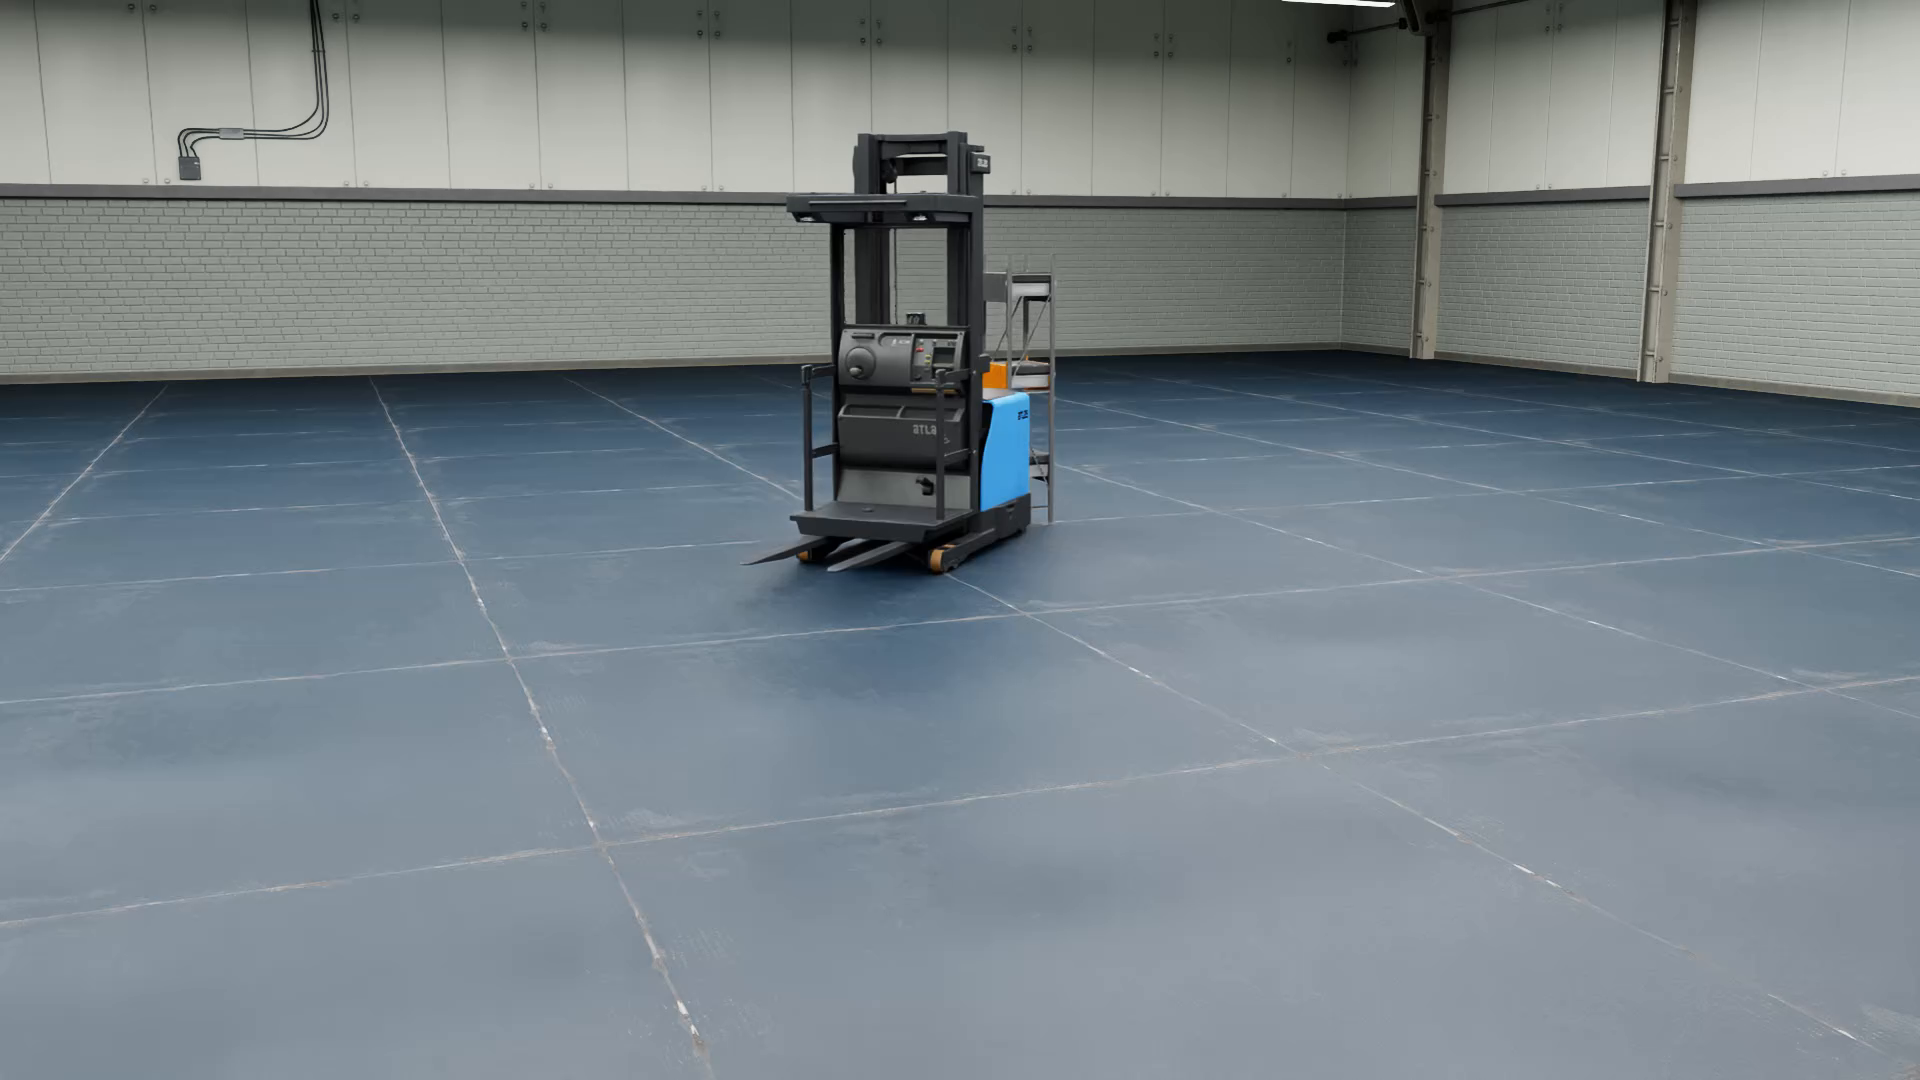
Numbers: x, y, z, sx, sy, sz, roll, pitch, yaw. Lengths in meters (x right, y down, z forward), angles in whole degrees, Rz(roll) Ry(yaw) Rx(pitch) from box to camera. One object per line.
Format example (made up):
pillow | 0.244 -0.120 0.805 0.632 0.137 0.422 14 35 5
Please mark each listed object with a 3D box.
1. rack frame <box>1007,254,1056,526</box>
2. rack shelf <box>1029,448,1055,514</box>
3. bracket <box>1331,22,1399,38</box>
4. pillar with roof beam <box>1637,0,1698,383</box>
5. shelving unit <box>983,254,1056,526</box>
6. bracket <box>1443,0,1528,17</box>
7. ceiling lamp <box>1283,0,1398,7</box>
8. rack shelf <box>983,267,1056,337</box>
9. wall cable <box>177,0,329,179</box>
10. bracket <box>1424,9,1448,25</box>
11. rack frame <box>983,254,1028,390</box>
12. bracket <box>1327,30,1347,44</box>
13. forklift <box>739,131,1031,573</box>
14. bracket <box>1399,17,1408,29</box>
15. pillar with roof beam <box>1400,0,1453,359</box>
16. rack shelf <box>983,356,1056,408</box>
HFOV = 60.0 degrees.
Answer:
rack frame | 0.546 -1.139 12.829 0.400 2.100 0.015 -4 11 -23
rack shelf | 0.450 -0.476 13.175 0.431 0.518 0.480 -4 11 -23
bracket | 7.832 -10.060 33.003 0.076 0.066 3.189 -4 11 -21
pillar with roof beam | 7.120 -6.700 24.390 9.100 9.000 0.400 -4 11 -21
shelving unit | 0.450 -1.178 13.050 0.431 2.100 0.503 -4 11 -23
bracket | 9.711 -9.214 28.245 0.076 0.066 4.783 -4 11 -21
ceiling lamp | 5.735 -9.881 25.605 2.000 3.185 0.800 -4 11 -21
rack shelf | 0.450 -1.854 12.929 0.431 0.518 0.480 -4 11 -23
wall cable | -11.382 -8.792 26.443 2.305 6.003 0.169 -4 11 -21
bracket | 8.778 -9.634 30.609 0.235 0.232 0.430 -4 11 -21
rack frame | 0.354 -1.218 13.270 0.400 2.100 0.015 -4 11 -23
bracket | 7.618 -10.157 33.545 0.235 0.232 0.430 -4 11 -21
forklift | -0.488 -1.301 11.365 1.130 2.935 3.031 4 11 22
bracket | 8.477 -9.770 31.371 0.235 0.232 0.430 -4 11 -21
pillar with roof beam | 4.946 -7.679 29.896 9.100 9.000 0.548 -4 11 -21
rack shelf | 0.450 -1.165 13.052 0.431 0.518 0.480 -4 11 -23
